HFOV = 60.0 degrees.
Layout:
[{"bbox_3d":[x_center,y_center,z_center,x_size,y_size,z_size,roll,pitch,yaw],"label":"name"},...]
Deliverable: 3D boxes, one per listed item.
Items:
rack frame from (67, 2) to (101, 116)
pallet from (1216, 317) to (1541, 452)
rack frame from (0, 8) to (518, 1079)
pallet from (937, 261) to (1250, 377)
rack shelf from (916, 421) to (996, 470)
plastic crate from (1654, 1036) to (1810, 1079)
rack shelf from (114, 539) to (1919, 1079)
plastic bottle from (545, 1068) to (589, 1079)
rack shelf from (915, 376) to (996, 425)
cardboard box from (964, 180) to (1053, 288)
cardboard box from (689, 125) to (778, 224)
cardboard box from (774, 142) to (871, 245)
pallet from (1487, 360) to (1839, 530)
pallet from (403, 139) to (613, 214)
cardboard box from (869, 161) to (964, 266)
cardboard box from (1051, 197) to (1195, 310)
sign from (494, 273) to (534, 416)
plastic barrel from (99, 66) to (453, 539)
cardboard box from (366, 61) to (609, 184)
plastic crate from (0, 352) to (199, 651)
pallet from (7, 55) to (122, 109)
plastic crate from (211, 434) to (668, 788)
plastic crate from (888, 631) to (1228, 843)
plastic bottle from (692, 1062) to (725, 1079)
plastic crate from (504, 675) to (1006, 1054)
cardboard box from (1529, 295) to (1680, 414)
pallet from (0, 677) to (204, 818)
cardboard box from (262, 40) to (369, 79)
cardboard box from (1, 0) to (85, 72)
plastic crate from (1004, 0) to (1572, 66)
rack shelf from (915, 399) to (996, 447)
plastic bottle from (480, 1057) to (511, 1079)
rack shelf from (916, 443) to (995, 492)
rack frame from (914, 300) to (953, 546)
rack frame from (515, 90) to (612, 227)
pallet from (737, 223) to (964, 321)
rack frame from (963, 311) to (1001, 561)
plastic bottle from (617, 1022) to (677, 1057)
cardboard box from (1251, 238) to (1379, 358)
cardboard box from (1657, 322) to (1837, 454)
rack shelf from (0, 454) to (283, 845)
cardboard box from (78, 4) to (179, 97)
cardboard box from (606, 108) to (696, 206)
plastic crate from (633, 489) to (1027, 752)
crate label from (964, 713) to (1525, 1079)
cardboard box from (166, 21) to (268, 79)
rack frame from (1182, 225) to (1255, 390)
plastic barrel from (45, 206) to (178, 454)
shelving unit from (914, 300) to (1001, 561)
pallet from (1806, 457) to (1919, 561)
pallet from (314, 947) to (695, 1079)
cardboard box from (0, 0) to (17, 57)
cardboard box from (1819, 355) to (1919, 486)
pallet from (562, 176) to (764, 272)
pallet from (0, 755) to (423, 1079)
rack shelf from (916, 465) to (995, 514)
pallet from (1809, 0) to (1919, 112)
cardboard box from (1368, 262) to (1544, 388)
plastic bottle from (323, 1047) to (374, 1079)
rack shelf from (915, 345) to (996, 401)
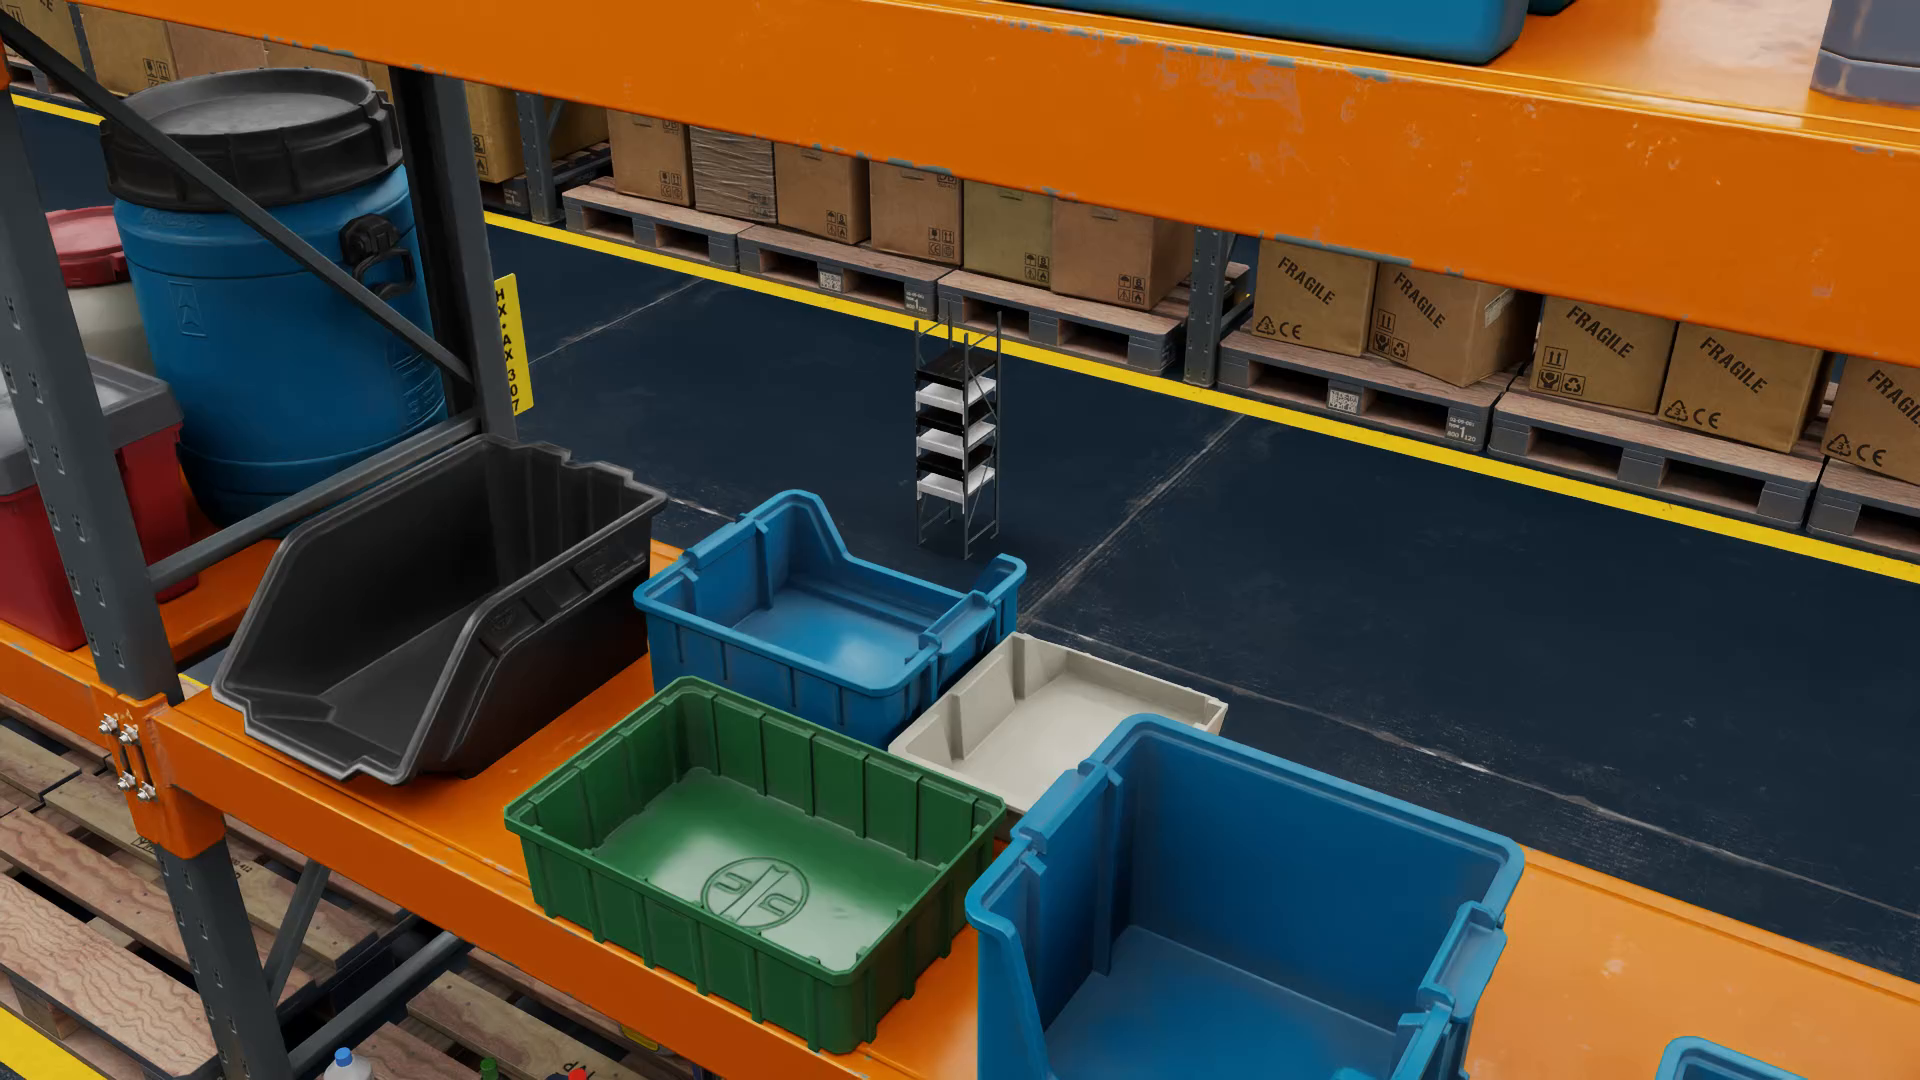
[{"bbox_3d":[-5.461,-4.336,10.706,0.127,3.000,1.000,18,35,27],"label":"rack frame"},{"bbox_3d":[1.902,-0.824,7.453,1.213,0.211,1.003,18,35,27],"label":"pallet"},{"bbox_3d":[-1.318,-0.079,3.409,0.127,3.000,1.000,18,35,27],"label":"rack frame"},{"bbox_3d":[0.655,-1.197,8.092,1.213,0.211,1.003,18,35,27],"label":"pallet"},{"bbox_3d":[-0.007,-0.362,6.044,0.200,0.077,0.258,18,35,27],"label":"rack shelf"},{"bbox_3d":[0.940,0.874,1.923,0.408,0.251,0.499,18,35,27],"label":"plastic crate"},{"bbox_3d":[0.376,0.767,2.672,4.000,0.370,1.077,18,35,27],"label":"rack shelf"},{"bbox_3d":[-0.779,1.207,3.397,0.185,0.351,0.144,18,35,27],"label":"plastic bottle"},{"bbox_3d":[-0.007,-0.518,5.953,0.200,0.077,0.258,18,35,27],"label":"rack shelf"},{"bbox_3d":[0.412,-1.613,8.082,0.500,0.500,0.700,17,34,27],"label":"cardboard box"},{"bbox_3d":[-1.018,-2.061,8.850,0.500,0.500,0.700,15,33,23],"label":"cardboard box"},{"bbox_3d":[-0.534,-1.912,8.595,0.500,0.500,0.700,21,36,31],"label":"cardboard box"},{"bbox_3d":[2.940,-0.497,6.893,1.213,0.211,1.003,18,35,27],"label":"pallet"},{"bbox_3d":[-2.701,-2.304,9.989,1.213,0.211,1.003,18,35,27],"label":"pallet"},{"bbox_3d":[-0.062,-1.763,8.339,0.500,0.500,0.700,14,33,23],"label":"cardboard box"},{"bbox_3d":[0.806,-1.477,7.849,0.500,0.500,0.700,15,33,24],"label":"cardboard box"},{"bbox_3d":[-1.016,-0.431,3.737,0.005,0.325,0.100,18,35,27],"label":"sign"},{"bbox_3d":[-1.484,-0.528,3.682,0.708,0.901,0.600,18,35,27],"label":"plastic barrel"},{"bbox_3d":[-2.646,-2.722,9.631,0.875,0.875,1.225,16,34,25],"label":"cardboard box"},{"bbox_3d":[-1.891,-0.106,3.391,0.583,0.464,0.402,18,35,27],"label":"plastic crate"},{"bbox_3d":[-6.063,-3.369,11.815,1.213,0.211,1.003,18,35,27],"label":"pallet"},{"bbox_3d":[-0.942,0.142,3.091,0.504,0.338,0.767,18,35,27],"label":"plastic crate"},{"bbox_3d":[0.192,0.362,2.915,0.437,0.136,0.530,18,35,27],"label":"plastic crate"},{"bbox_3d":[-0.515,1.078,3.692,0.135,0.276,0.152,18,35,27],"label":"plastic bottle"},{"bbox_3d":[-0.319,0.496,2.633,0.662,0.188,0.450,18,35,27],"label":"plastic crate"},{"bbox_3d":[2.689,-0.888,6.859,0.500,0.500,0.500,14,33,23],"label":"cardboard box"},{"bbox_3d":[-3.042,0.605,5.003,1.213,0.211,1.003,18,35,27],"label":"pallet"},{"bbox_3d":[-3.397,-2.964,10.046,0.875,0.875,1.225,18,35,27],"label":"cardboard box"},{"bbox_3d":[-5.977,-3.811,11.497,0.875,0.875,0.875,18,35,27],"label":"cardboard box"},{"bbox_3d":[0.294,-0.679,1.476,0.575,0.384,0.392,18,35,27],"label":"plastic crate"},{"bbox_3d":[-0.007,-0.440,5.998,0.200,0.077,0.258,18,35,27],"label":"rack shelf"},{"bbox_3d":[-0.937,1.206,3.465,0.133,0.283,0.061,18,35,27],"label":"plastic bottle"},{"bbox_3d":[-0.007,-0.284,6.089,0.200,0.077,0.258,18,35,27],"label":"rack shelf"},{"bbox_3d":[-0.093,-0.418,6.074,0.006,0.900,0.240,18,35,27],"label":"rack frame"},{"bbox_3d":[-2.073,-3.265,8.869,0.127,3.000,1.000,18,35,27],"label":"rack frame"},{"bbox_3d":[-0.383,-1.523,8.651,1.213,0.211,1.003,18,35,27],"label":"pallet"},{"bbox_3d":[0.079,-0.364,5.980,0.006,0.900,0.240,18,35,27],"label":"rack frame"},{"bbox_3d":[-0.696,0.986,3.775,0.185,0.351,0.144,18,35,27],"label":"plastic bottle"},{"bbox_3d":[1.632,-1.171,7.344,0.500,0.500,0.500,16,34,26],"label":"cardboard box"},{"bbox_3d":[3.138,-0.719,6.570,0.500,0.500,0.500,21,36,32],"label":"cardboard box"},{"bbox_3d":[-3.012,-0.304,4.509,4.000,0.370,1.077,18,35,27],"label":"rack shelf"},{"bbox_3d":[-4.908,-3.437,10.856,0.875,0.875,1.225,18,35,27],"label":"cardboard box"},{"bbox_3d":[-1.495,-2.204,9.095,0.500,0.500,0.700,16,34,25],"label":"cardboard box"},{"bbox_3d":[-0.237,0.166,3.137,0.616,0.251,0.499,18,35,27],"label":"plastic crate"},{"bbox_3d":[0.367,0.599,2.211,0.616,0.435,0.502,18,35,27],"label":"crate label"},{"bbox_3d":[-4.151,-3.198,10.447,0.875,0.875,1.225,16,34,26],"label":"cardboard box"},{"bbox_3d":[1.315,-2.193,7.032,0.127,3.000,1.000,18,35,27],"label":"rack frame"},{"bbox_3d":[-2.012,-0.488,3.975,0.433,0.535,0.433,0,30,0],"label":"plastic barrel"},{"bbox_3d":[-0.007,-0.391,6.027,0.210,0.900,0.258,18,35,27],"label":"shelving unit"},{"bbox_3d":[3.969,-0.170,6.332,1.213,0.211,1.003,18,35,27],"label":"pallet"},{"bbox_3d":[-0.772,1.323,3.773,1.213,0.211,1.003,18,35,27],"label":"pallet"},{"bbox_3d":[-6.740,-4.052,11.911,0.875,0.875,0.875,18,35,27],"label":"cardboard box"},{"bbox_3d":[3.658,-0.543,6.268,0.500,0.500,0.500,-25,38,-36],"label":"cardboard box"},{"bbox_3d":[-1.412,-1.850,9.212,1.213,0.211,1.003,18,35,27],"label":"pallet"},{"bbox_3d":[-2.004,0.931,4.444,1.213,0.211,1.003,18,35,27],"label":"pallet"},{"bbox_3d":[-0.007,-0.207,6.134,0.200,0.077,0.258,18,35,27],"label":"rack shelf"},{"bbox_3d":[1.421,-0.485,1.315,1.213,0.211,1.003,18,35,27],"label":"pallet"},{"bbox_3d":[2.122,-1.020,7.086,0.500,0.500,0.500,-23,37,-33],"label":"cardboard box"},{"bbox_3d":[-1.281,1.182,3.519,0.097,0.271,0.097,0,30,0],"label":"plastic bottle"},{"bbox_3d":[-0.007,-0.595,5.908,0.200,0.077,0.258,18,35,27],"label":"rack shelf"}]
